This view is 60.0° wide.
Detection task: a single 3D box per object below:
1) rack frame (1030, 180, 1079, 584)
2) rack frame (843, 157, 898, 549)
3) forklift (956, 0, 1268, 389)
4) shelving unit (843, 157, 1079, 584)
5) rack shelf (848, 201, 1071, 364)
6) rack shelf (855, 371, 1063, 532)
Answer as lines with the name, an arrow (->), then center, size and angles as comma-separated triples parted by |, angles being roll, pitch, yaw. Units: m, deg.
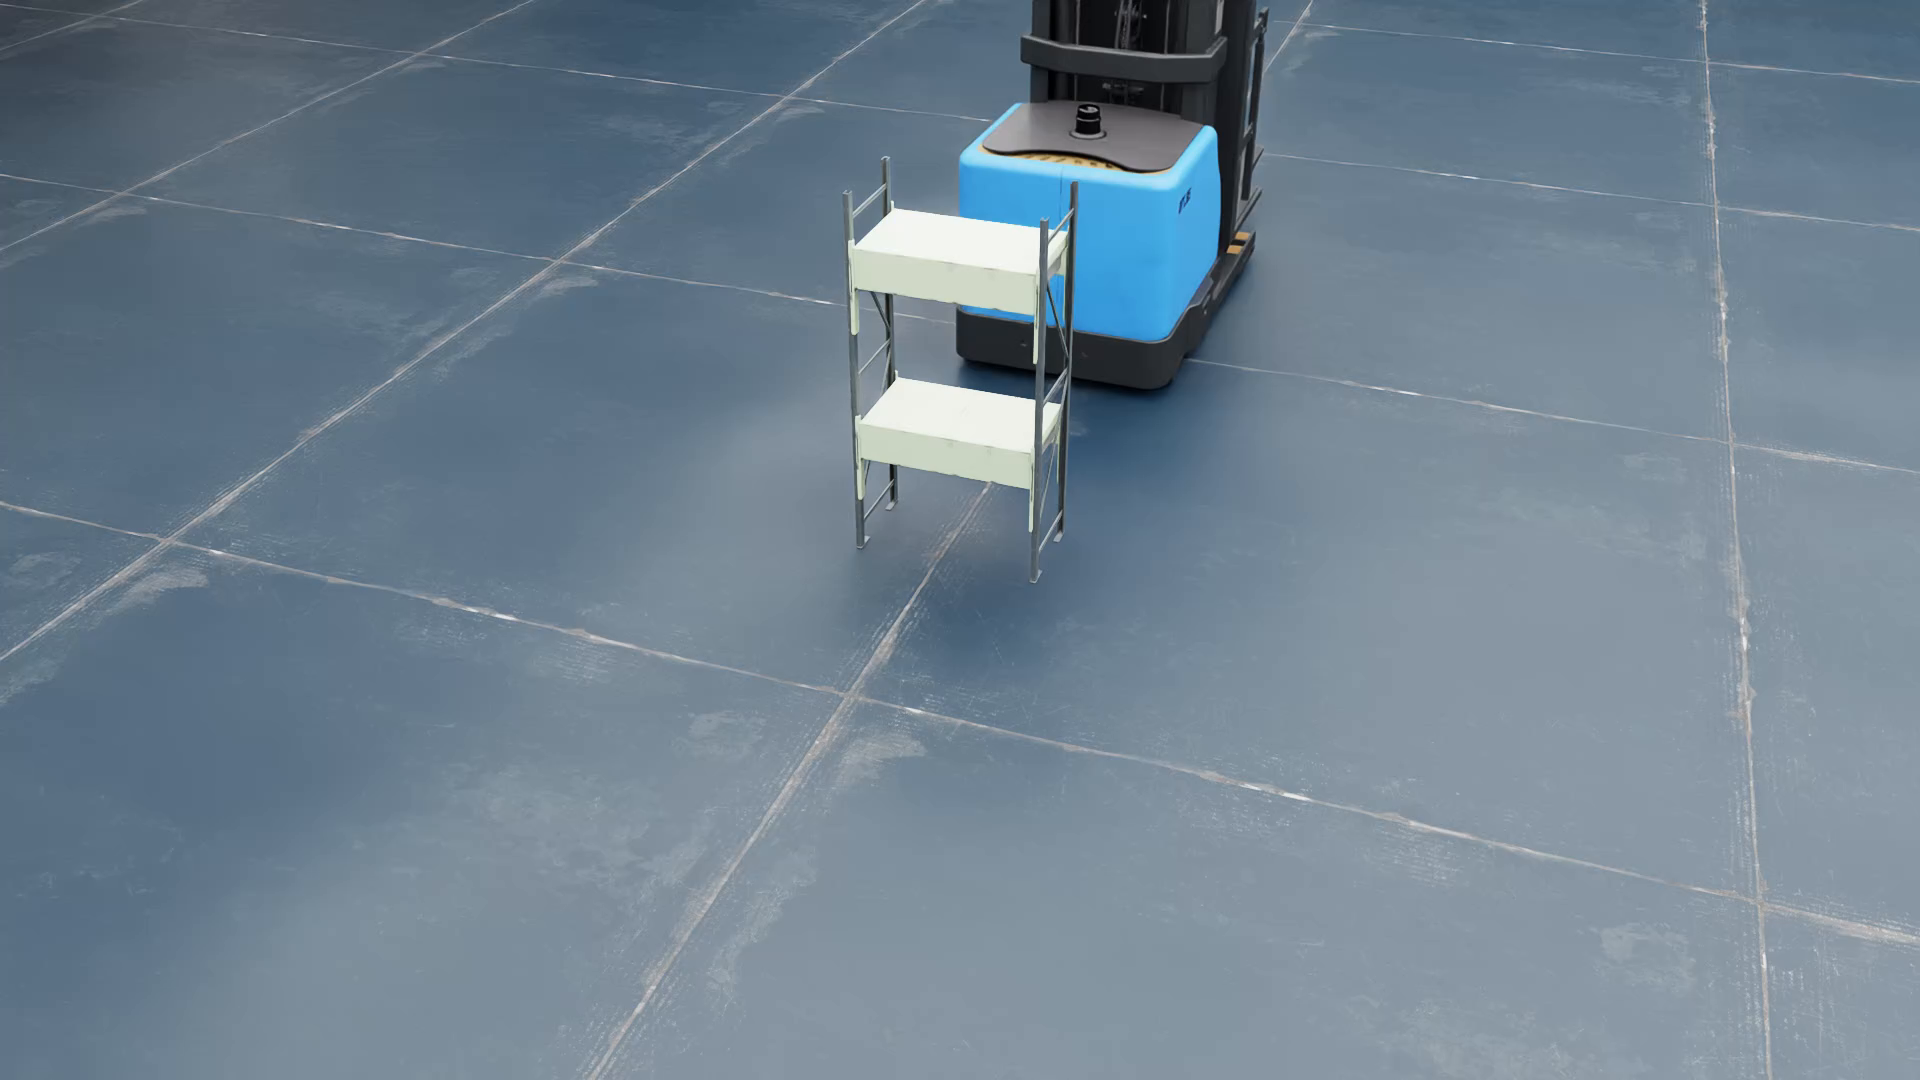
rack frame -> 0.351, -0.562, 6.238 | 0.023, 1.500, 0.400 | 11, 34, 16
rack frame -> -0.338, -0.696, 6.445 | 0.023, 1.500, 0.400 | 11, 34, 16
forklift -> 0.976, -2.721, 8.262 | 1.130, 2.935, 3.031 | 12, 35, 17
shelving unit -> 0.006, -0.629, 6.341 | 0.755, 1.500, 0.431 | 11, 34, 16
rack shelf -> 0.006, -0.957, 6.130 | 0.720, 0.370, 0.431 | 11, 34, 16
rack shelf -> 0.006, -0.355, 6.518 | 0.720, 0.370, 0.431 | 11, 34, 16
